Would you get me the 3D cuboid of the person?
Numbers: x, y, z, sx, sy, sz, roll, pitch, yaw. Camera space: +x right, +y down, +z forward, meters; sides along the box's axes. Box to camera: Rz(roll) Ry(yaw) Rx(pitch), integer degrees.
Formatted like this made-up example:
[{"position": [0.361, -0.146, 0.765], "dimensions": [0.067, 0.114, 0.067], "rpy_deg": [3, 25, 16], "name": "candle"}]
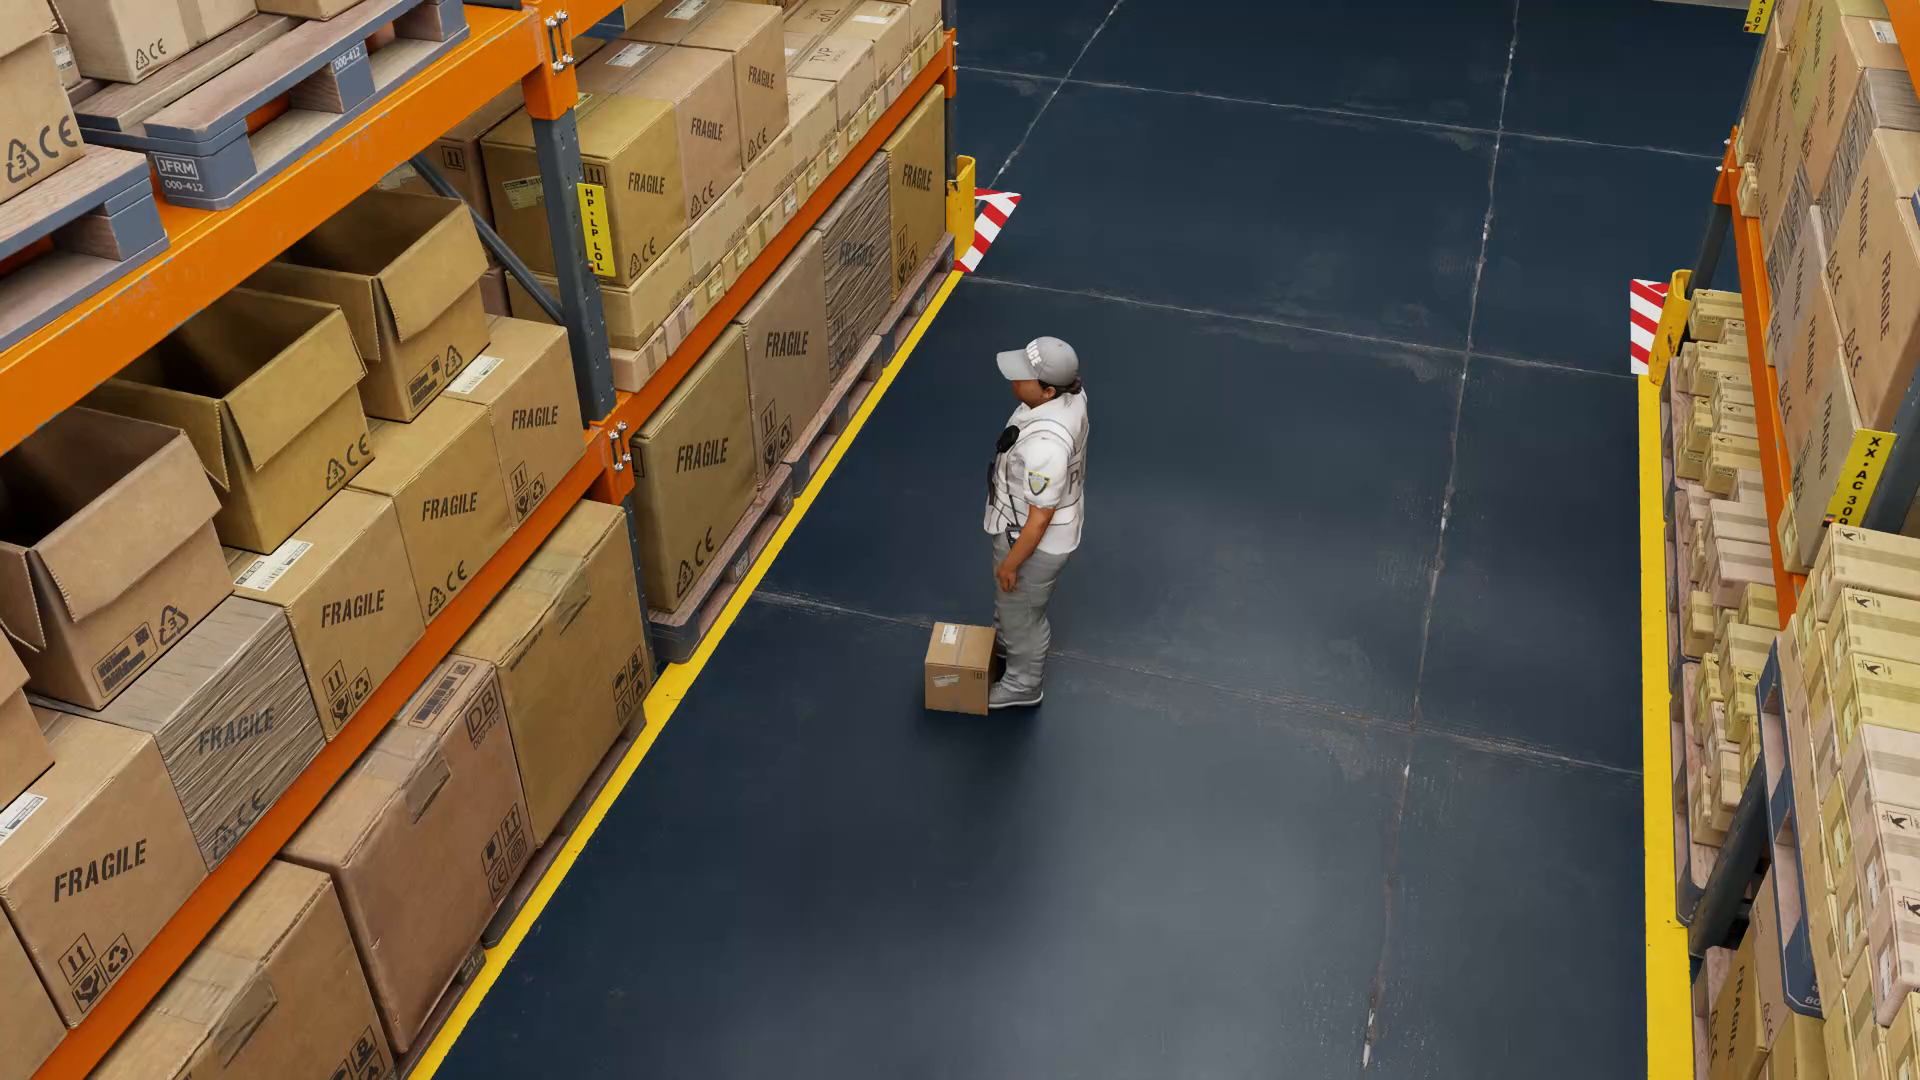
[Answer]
[{"position": [0.197, -0.062, 6.212], "dimensions": [0.529, 1.670, 0.598], "rpy_deg": [7, 38, 9], "name": "person"}]
